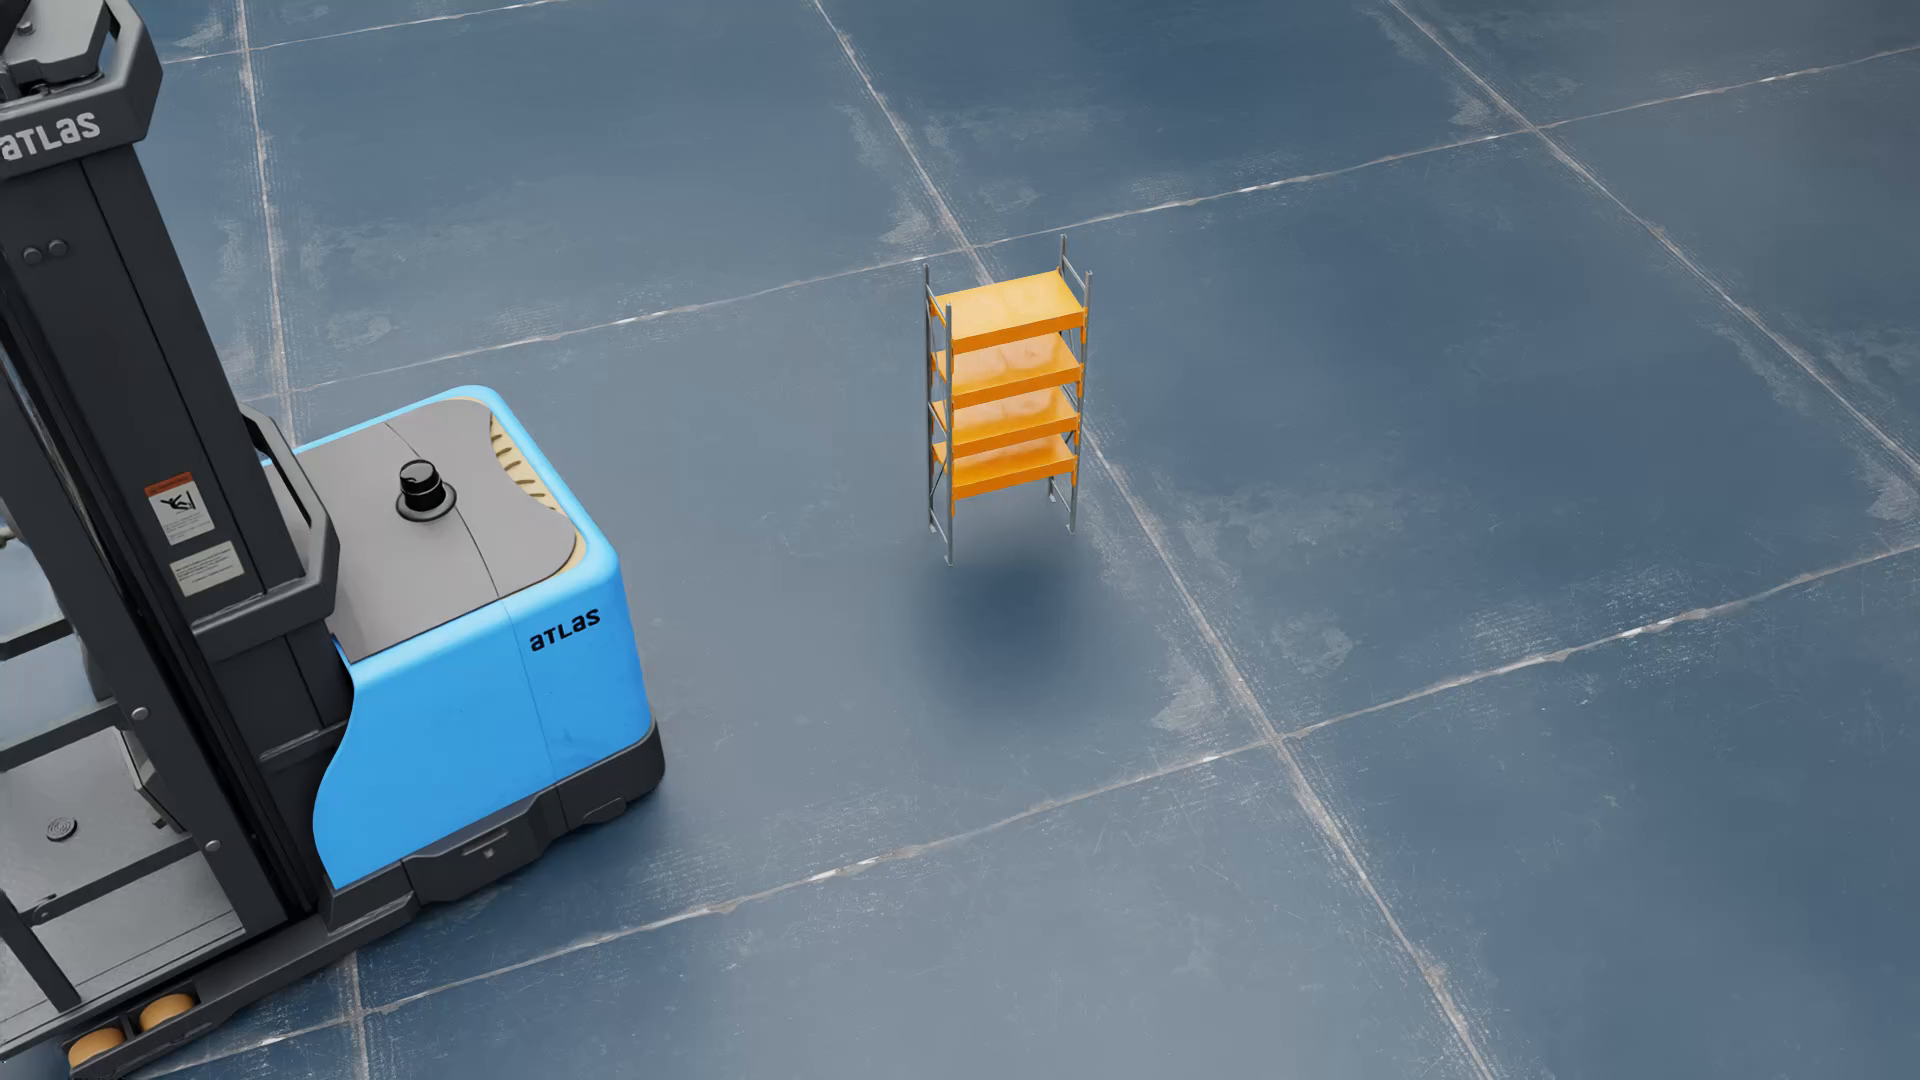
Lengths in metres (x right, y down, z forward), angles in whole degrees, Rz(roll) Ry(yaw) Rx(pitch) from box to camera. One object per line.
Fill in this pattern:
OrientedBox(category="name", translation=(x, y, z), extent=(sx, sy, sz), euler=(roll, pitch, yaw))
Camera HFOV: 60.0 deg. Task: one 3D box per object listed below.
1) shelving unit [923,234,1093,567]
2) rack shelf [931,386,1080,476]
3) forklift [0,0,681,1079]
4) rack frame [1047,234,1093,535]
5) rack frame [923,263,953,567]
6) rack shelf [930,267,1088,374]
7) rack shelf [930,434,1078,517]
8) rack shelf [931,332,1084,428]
OrientedBox(category="shelving unit", translation=(0.156, -0.463, 5.865), extent=(0.503, 1.200, 0.258), euler=(-14, 47, -14))
OrientedBox(category="rack shelf", translation=(0.156, -0.416, 5.912), extent=(0.480, 0.148, 0.258), euler=(-14, 47, -14))
OrientedBox(category="forklift", translation=(-2.417, 0.054, 4.127), extent=(3.031, 2.935, 1.130), euler=(-26, 50, -23))
OrientedBox(category="rack frame", translation=(0.385, -0.522, 5.923), extent=(0.015, 1.200, 0.240), euler=(-14, 47, -14))
OrientedBox(category="rack frame", translation=(-0.074, -0.405, 5.806), extent=(0.015, 1.200, 0.240), euler=(-14, 47, -14))
OrientedBox(category="rack shelf", translation=(0.156, -0.741, 5.586), extent=(0.480, 0.148, 0.258), euler=(-14, 47, -14))
OrientedBox(category="rack shelf", translation=(0.156, -0.276, 6.053), extent=(0.480, 0.148, 0.258), euler=(-14, 47, -14))
OrientedBox(category="rack shelf", translation=(0.156, -0.574, 5.754), extent=(0.480, 0.148, 0.258), euler=(-14, 47, -14))
